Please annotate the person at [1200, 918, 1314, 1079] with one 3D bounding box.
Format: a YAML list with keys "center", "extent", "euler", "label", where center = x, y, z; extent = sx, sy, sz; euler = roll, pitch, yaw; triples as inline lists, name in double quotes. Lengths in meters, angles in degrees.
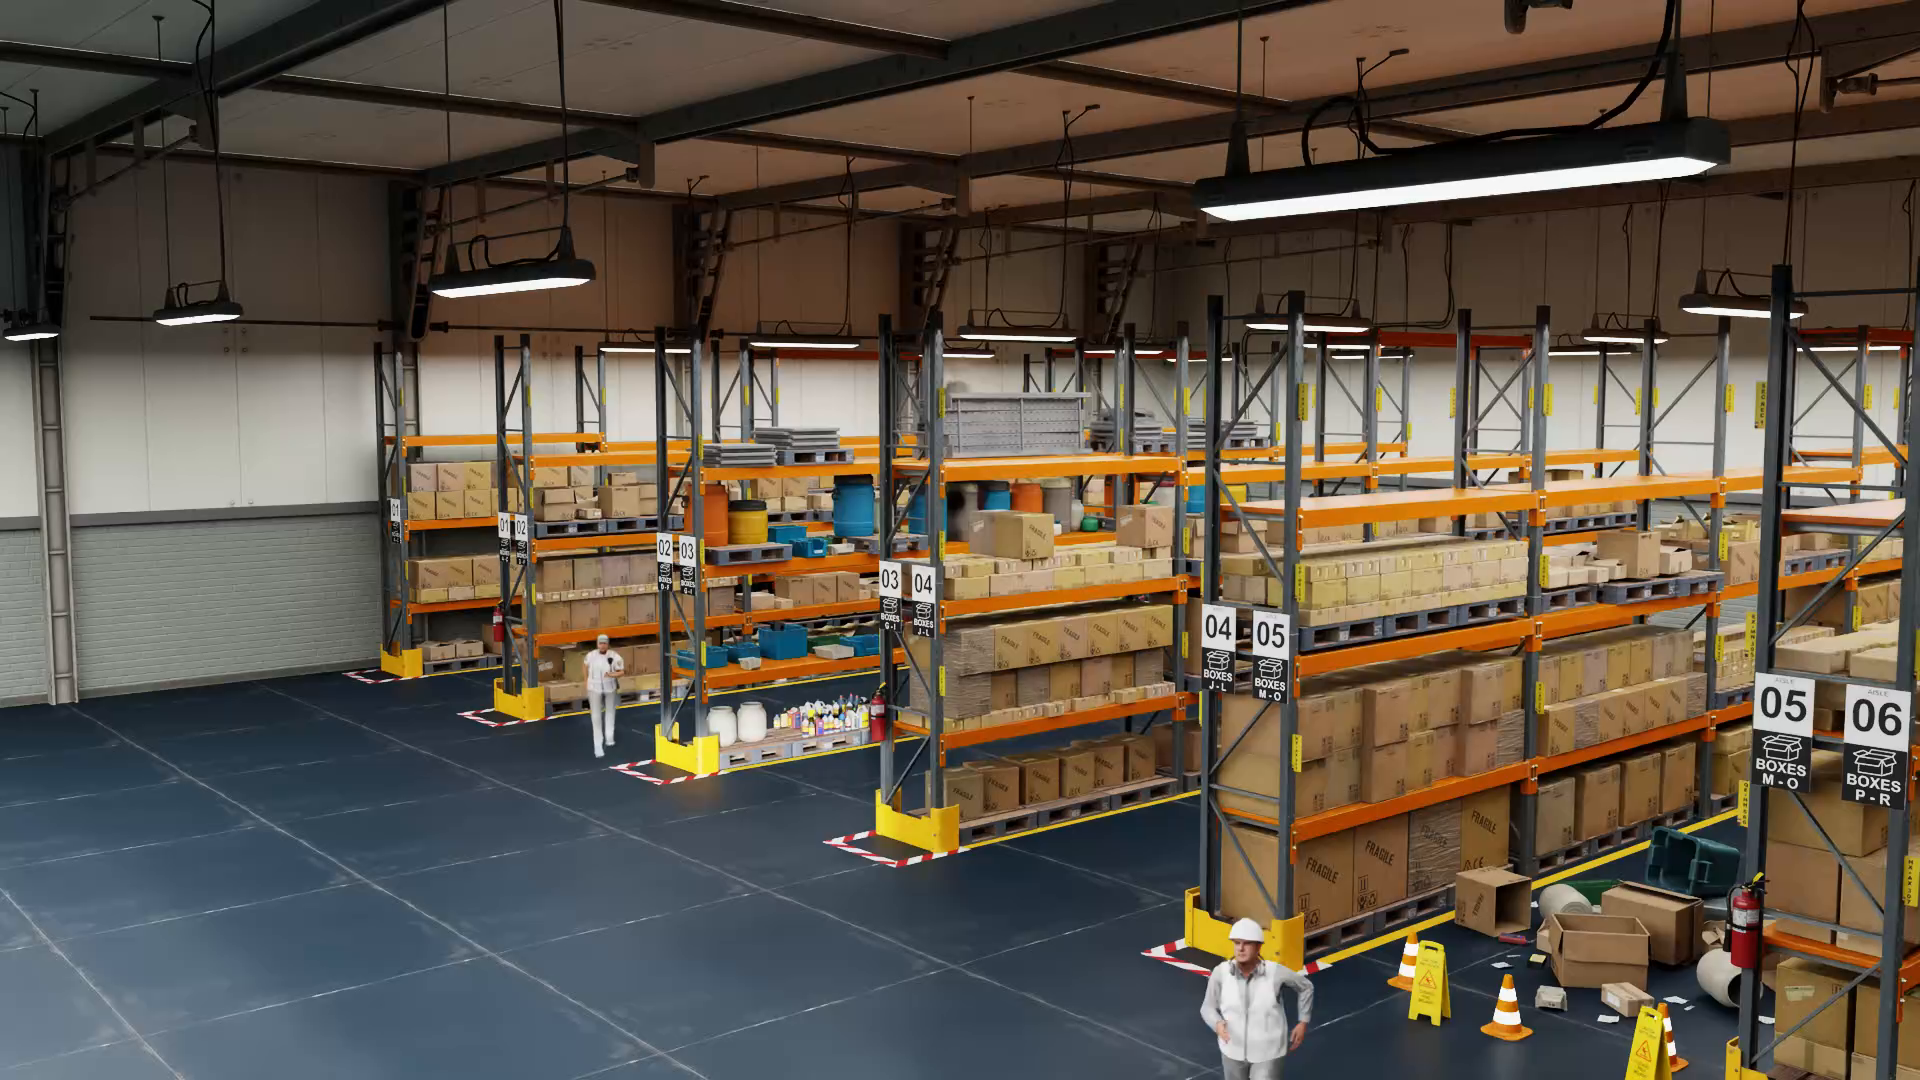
- center: [1.898, 3.303, 10.744]
  extent: [0.669, 1.746, 0.845]
  euler: [2, 6, 24]
  label: "person"

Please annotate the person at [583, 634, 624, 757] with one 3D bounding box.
- center: [-5.068, 2.183, 23.667]
  extent: [0.575, 1.724, 0.846]
  euler: [-1, 5, -13]
  label: "person"

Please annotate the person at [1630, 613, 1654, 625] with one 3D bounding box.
- center: [12.562, 1.592, 30.973]
  extent: [0.712, 1.589, 1.074]
  euler: [0, 5, -5]
  label: "person"
